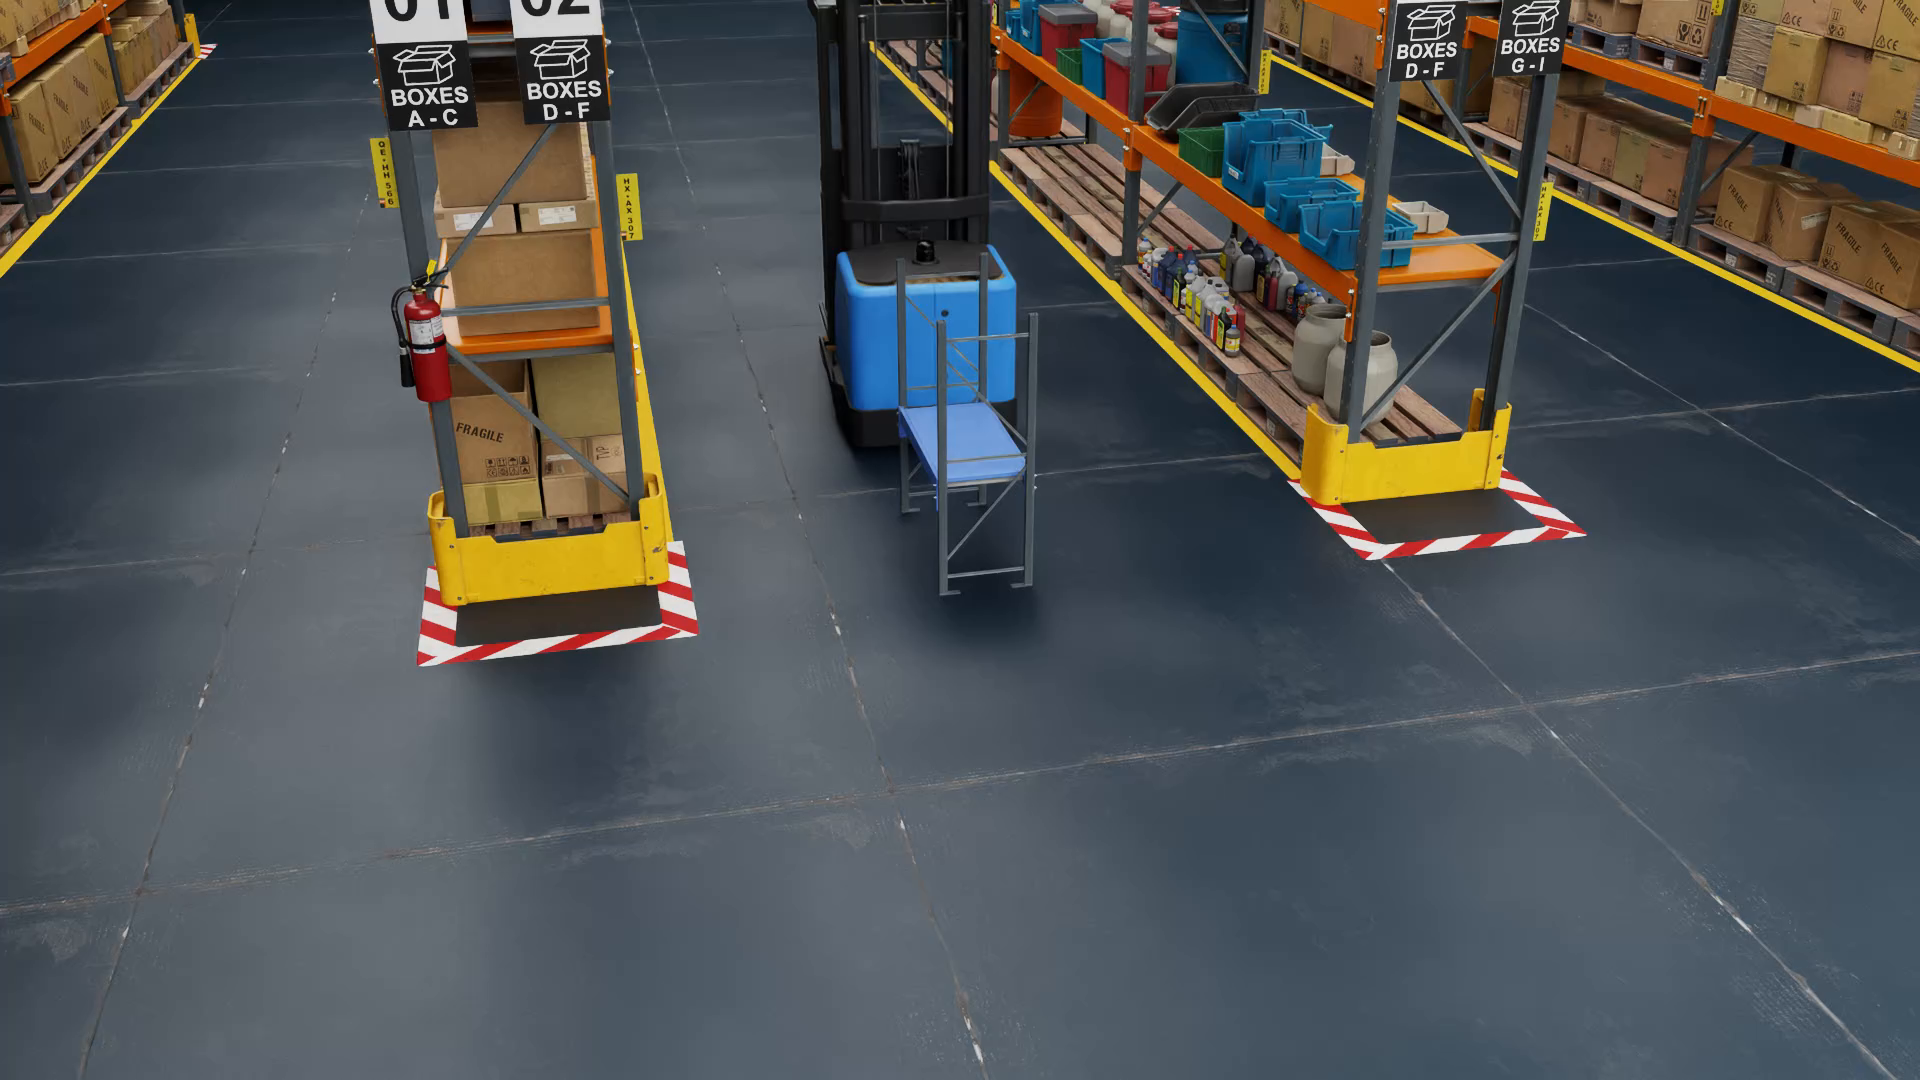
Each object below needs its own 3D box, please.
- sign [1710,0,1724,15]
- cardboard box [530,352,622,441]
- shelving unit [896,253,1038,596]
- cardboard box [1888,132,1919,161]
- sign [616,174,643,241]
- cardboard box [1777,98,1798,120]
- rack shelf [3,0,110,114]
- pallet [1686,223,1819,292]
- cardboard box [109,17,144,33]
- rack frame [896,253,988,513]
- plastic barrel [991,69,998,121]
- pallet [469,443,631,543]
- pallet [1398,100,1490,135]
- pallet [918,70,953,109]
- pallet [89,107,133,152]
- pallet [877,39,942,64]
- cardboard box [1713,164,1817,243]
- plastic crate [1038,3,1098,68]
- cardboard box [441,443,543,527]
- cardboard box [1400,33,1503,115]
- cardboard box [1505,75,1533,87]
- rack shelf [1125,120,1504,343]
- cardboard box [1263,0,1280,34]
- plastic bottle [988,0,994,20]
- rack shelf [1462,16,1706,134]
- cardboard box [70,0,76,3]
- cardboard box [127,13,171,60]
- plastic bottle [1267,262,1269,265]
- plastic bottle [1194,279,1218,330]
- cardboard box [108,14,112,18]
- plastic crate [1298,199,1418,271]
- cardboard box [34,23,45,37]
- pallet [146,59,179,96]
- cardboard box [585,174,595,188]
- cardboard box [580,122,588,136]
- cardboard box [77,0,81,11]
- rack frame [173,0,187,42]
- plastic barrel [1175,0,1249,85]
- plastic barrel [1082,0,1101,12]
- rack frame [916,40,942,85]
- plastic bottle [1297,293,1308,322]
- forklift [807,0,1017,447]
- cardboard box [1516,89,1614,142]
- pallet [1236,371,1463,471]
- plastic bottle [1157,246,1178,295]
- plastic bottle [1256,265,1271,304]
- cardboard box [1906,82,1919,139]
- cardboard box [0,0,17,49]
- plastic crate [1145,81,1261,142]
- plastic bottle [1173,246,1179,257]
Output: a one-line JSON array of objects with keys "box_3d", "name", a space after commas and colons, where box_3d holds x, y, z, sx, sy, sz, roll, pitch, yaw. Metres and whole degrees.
[{"box_3d": [6.064, -4.358, 13.270, 0.100, 0.325, 0.005, -6, 27, -12], "name": "sign"}, {"box_3d": [-2.165, -0.911, 9.479, 0.500, 0.500, 0.500, -6, 27, -12], "name": "cardboard box"}, {"box_3d": [0.019, -0.632, 8.838, 0.538, 1.500, 1.048, -6, 27, -12], "name": "shelving unit"}, {"box_3d": [6.800, -2.783, 11.713, 0.380, 0.149, 0.250, -6, 27, -12], "name": "cardboard box"}, {"box_3d": [-1.605, -1.614, 8.071, 0.100, 0.325, 0.005, -6, 27, -12], "name": "sign"}, {"box_3d": [6.552, -3.335, 12.807, 0.380, 0.149, 0.250, -6, 27, -12], "name": "cardboard box"}, {"box_3d": [-9.226, -4.703, 16.037, 1.077, 0.370, 4.000, -6, 27, -12], "name": "rack shelf"}, {"box_3d": [6.790, -2.363, 13.697, 1.003, 0.211, 1.213, -6, 27, -12], "name": "pallet"}, {"box_3d": [-9.762, -6.000, 19.396, 0.380, 0.149, 0.250, -7, 28, -13], "name": "cardboard box"}, {"box_3d": [-0.095, -0.855, 9.280, 0.500, 1.500, 0.032, -6, 27, -12], "name": "rack frame"}, {"box_3d": [0.536, -4.681, 17.490, 0.421, 0.512, 0.421, 0, 27, 0], "name": "plastic barrel"}, {"box_3d": [-2.360, -0.225, 9.462, 1.003, 0.211, 1.213, -6, 27, -12], "name": "pallet"}, {"box_3d": [5.599, -4.764, 18.454, 1.003, 0.211, 1.213, -6, 27, -12], "name": "pallet"}, {"box_3d": [0.109, -5.320, 19.556, 1.003, 0.211, 1.213, -6, 27, -12], "name": "pallet"}, {"box_3d": [-9.429, -4.326, 17.587, 1.003, 0.211, 1.213, -6, 27, -12], "name": "pallet"}, {"box_3d": [-0.506, -6.519, 21.931, 1.003, 0.211, 1.213, -6, 27, -12], "name": "pallet"}, {"box_3d": [6.655, -2.791, 13.759, 0.500, 0.500, 0.500, -7, 28, -13], "name": "cardboard box"}, {"box_3d": [0.943, -4.440, 14.647, 0.402, 0.464, 0.583, -6, 27, -12], "name": "plastic crate"}, {"box_3d": [-2.555, -0.304, 9.109, 0.500, 0.250, 0.500, -6, 27, -12], "name": "cardboard box"}, {"box_3d": [5.568, -5.199, 18.113, 1.225, 0.875, 0.875, -7, 28, -14], "name": "cardboard box"}, {"box_3d": [5.883, -4.779, 16.843, 0.500, 0.250, 0.500, -5, 27, -9], "name": "cardboard box"}, {"box_3d": [2.229, -2.197, 11.072, 1.077, 0.370, 4.000, -6, 27, -12], "name": "rack shelf"}, {"box_3d": [4.528, -7.343, 22.361, 0.875, 0.875, 0.875, -6, 27, -12], "name": "cardboard box"}, {"box_3d": [0.318, -5.336, 16.621, 0.061, 0.283, 0.133, -6, 27, -12], "name": "plastic bottle"}, {"box_3d": [6.154, -4.456, 15.547, 1.077, 0.370, 4.000, -6, 27, -12], "name": "rack shelf"}, {"box_3d": [-9.202, -5.688, 16.728, 0.500, 0.500, 0.500, -6, 27, -11], "name": "cardboard box"}, {"box_3d": [-10.210, -6.213, 20.538, 0.700, 0.500, 0.500, -6, 27, -12], "name": "cardboard box"}, {"box_3d": [2.325, -1.975, 12.360, 0.061, 0.283, 0.133, -4, 27, -8], "name": "plastic bottle"}, {"box_3d": [1.737, -1.662, 11.666, 0.144, 0.351, 0.185, -5, 27, -9], "name": "plastic bottle"}, {"box_3d": [-10.202, -6.089, 19.573, 0.380, 0.149, 0.250, -6, 27, -13], "name": "cardboard box"}, {"box_3d": [2.276, -1.763, 9.579, 0.499, 0.251, 0.616, -6, 27, -12], "name": "plastic crate"}, {"box_3d": [-8.980, -4.883, 15.852, 0.380, 0.149, 0.250, -6, 27, -11], "name": "cardboard box"}, {"box_3d": [-10.050, -5.536, 19.983, 1.003, 0.211, 1.213, -6, 27, -12], "name": "pallet"}, {"box_3d": [-2.087, -1.783, 8.622, 0.380, 0.149, 0.250, -7, 28, -13], "name": "cardboard box"}, {"box_3d": [-2.371, -2.342, 9.730, 0.380, 0.149, 0.250, -6, 27, -11], "name": "cardboard box"}, {"box_3d": [-9.230, -5.453, 16.980, 0.380, 0.149, 0.250, -5, 27, -10], "name": "cardboard box"}, {"box_3d": [-10.578, -7.658, 21.093, 1.000, 3.000, 0.127, -6, 27, -12], "name": "rack frame"}, {"box_3d": [1.987, -3.820, 12.933, 0.600, 0.901, 0.708, -6, 27, -12], "name": "plastic barrel"}, {"box_3d": [1.317, -4.772, 15.251, 0.421, 0.512, 0.421, 0, 27, 0], "name": "plastic barrel"}, {"box_3d": [-0.024, -6.908, 19.607, 1.000, 3.000, 0.127, -6, 27, -12], "name": "rack frame"}, {"box_3d": [2.453, -1.653, 11.813, 0.097, 0.201, 0.097, 0, 27, 0], "name": "plastic bottle"}, {"box_3d": [-0.392, -2.519, 10.988, 1.130, 2.935, 3.031, -4, 27, -8], "name": "forklift"}, {"box_3d": [6.011, -4.201, 16.530, 0.700, 0.500, 0.500, -8, 28, -16], "name": "cardboard box"}, {"box_3d": [2.439, -0.781, 10.563, 1.003, 0.211, 1.213, -6, 27, -12], "name": "pallet"}, {"box_3d": [1.556, -2.013, 12.362, 0.144, 0.351, 0.185, -5, 27, -10], "name": "plastic bottle"}, {"box_3d": [2.227, -1.879, 12.169, 0.061, 0.283, 0.133, -6, 27, -12], "name": "plastic bottle"}, {"box_3d": [7.108, -2.996, 11.415, 0.875, 0.500, 0.500, -6, 27, -12], "name": "cardboard box"}, {"box_3d": [-8.635, -4.572, 14.515, 0.500, 0.500, 0.500, -5, 27, -10], "name": "cardboard box"}, {"box_3d": [1.773, -3.126, 12.182, 0.767, 0.338, 0.504, -6, 27, -12], "name": "plastic crate"}, {"box_3d": [1.627, -2.067, 12.543, 0.061, 0.283, 0.133, -6, 27, -12], "name": "plastic bottle"}]
